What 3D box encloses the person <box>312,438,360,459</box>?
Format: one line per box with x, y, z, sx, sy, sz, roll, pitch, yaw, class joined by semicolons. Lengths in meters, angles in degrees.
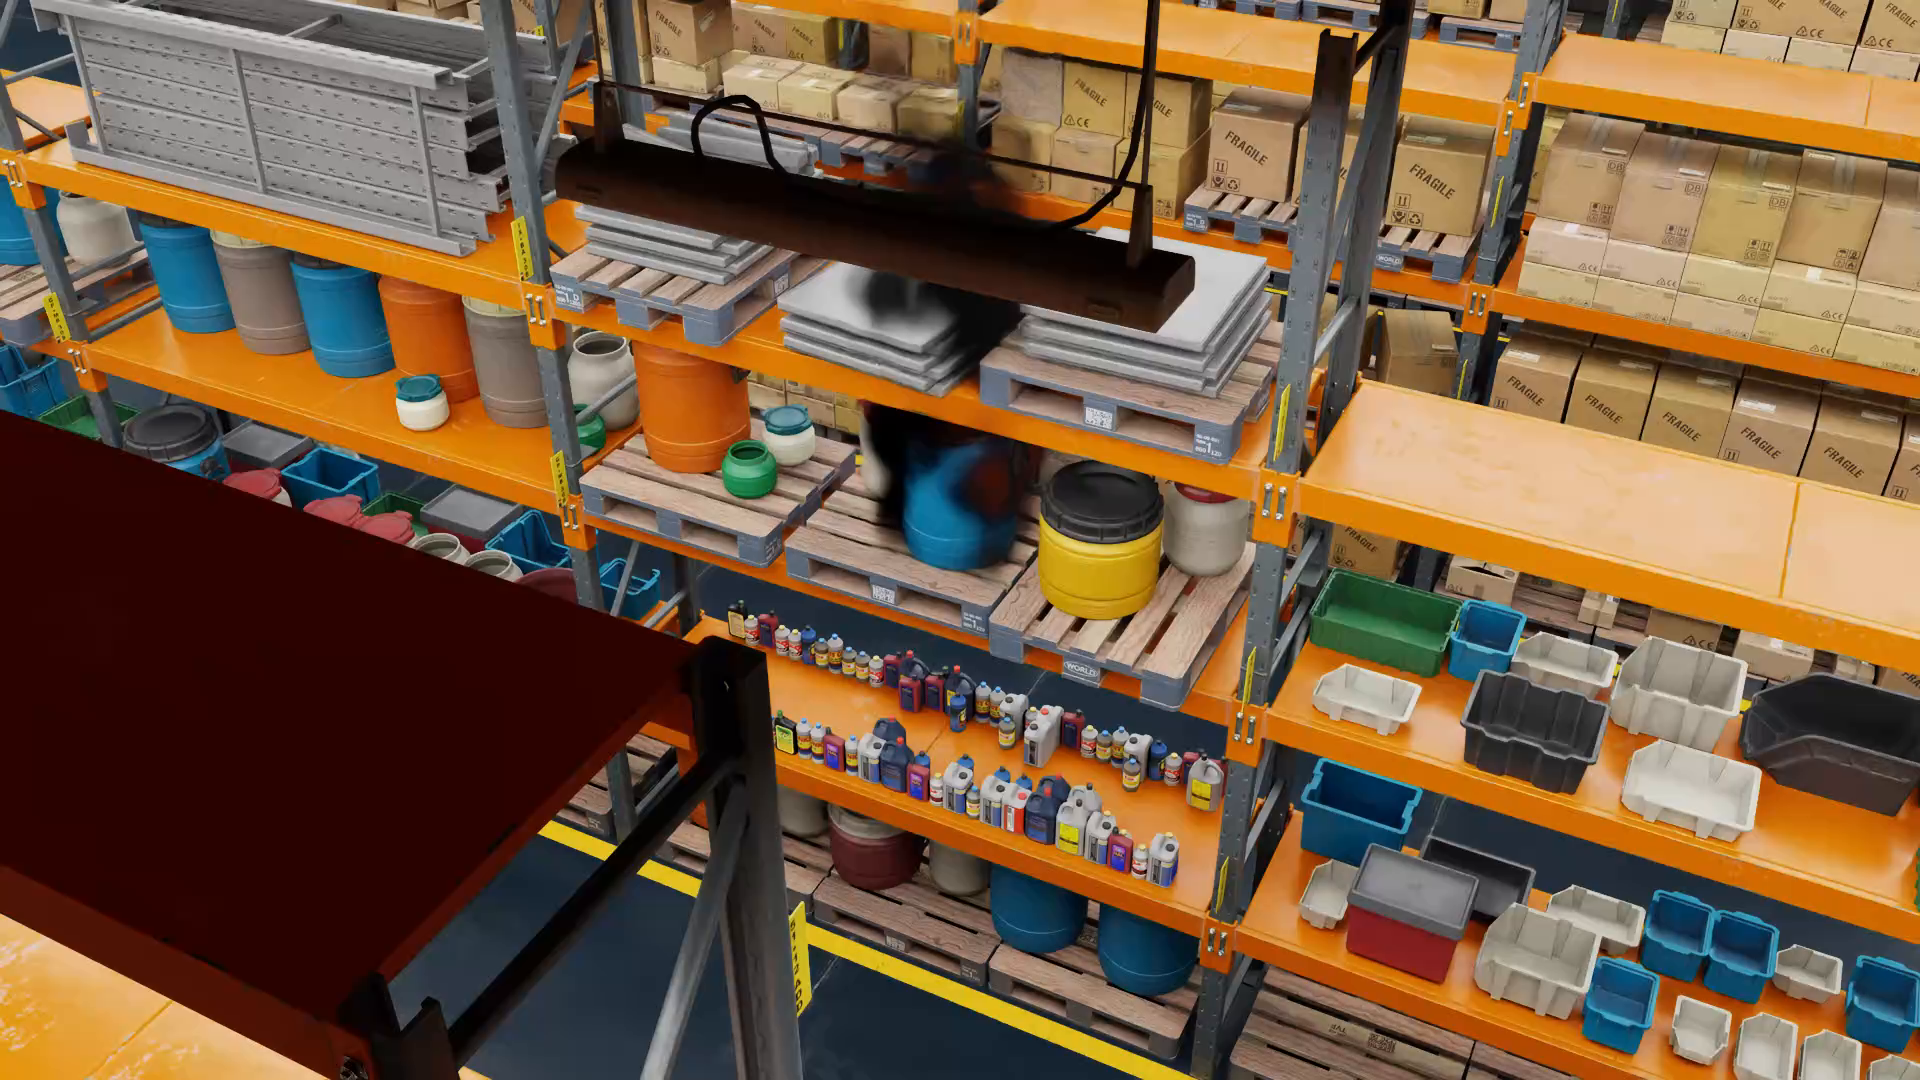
-5.378;-1.179;13.994;0.799;1.842;0.664;8;36;12;person

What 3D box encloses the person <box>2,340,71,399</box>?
-8.338;-1.669;14.861;0.609;1.654;0.591;8;36;12;person
